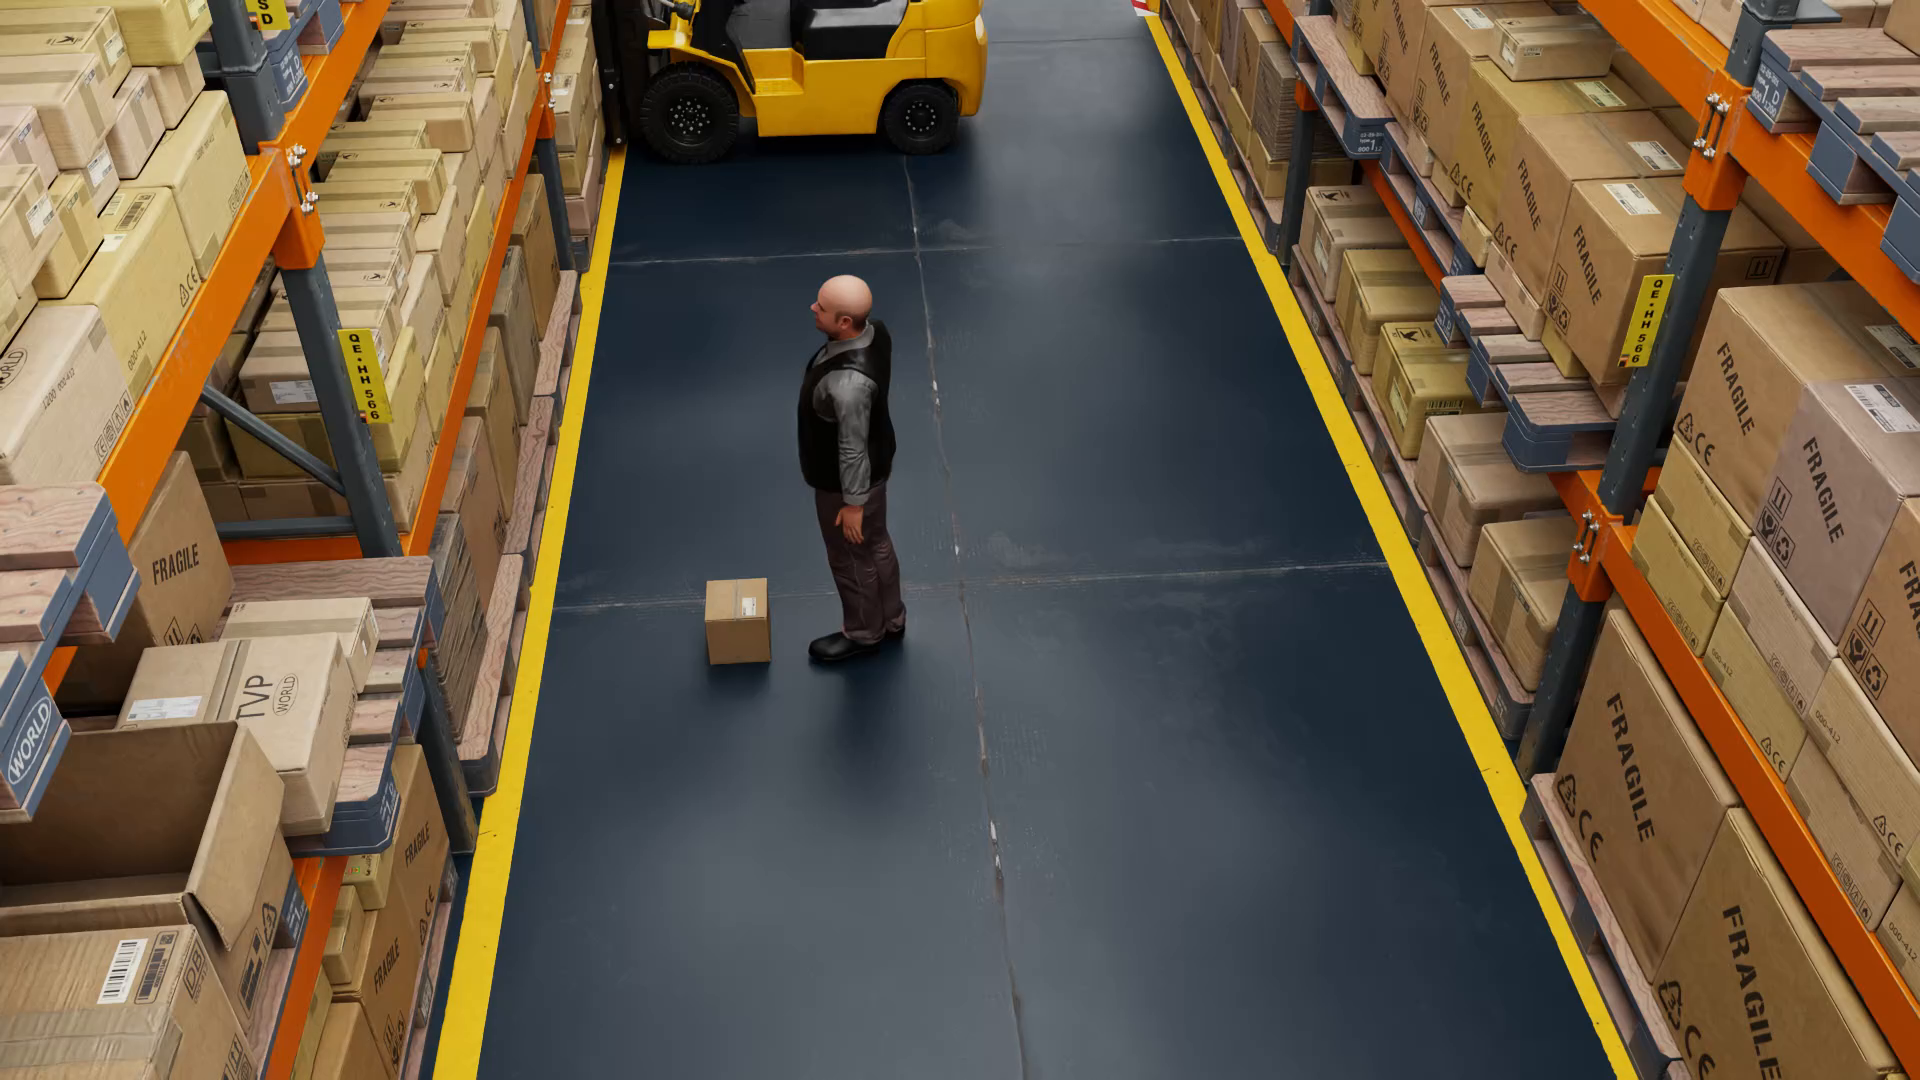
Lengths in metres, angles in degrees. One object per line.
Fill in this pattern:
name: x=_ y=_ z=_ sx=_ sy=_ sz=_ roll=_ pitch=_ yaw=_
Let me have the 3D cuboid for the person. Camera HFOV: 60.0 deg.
person: x=-0.418 y=-0.277 z=6.494 sx=0.384 sy=1.721 sz=0.593 roll=6 pitch=39 yaw=7
